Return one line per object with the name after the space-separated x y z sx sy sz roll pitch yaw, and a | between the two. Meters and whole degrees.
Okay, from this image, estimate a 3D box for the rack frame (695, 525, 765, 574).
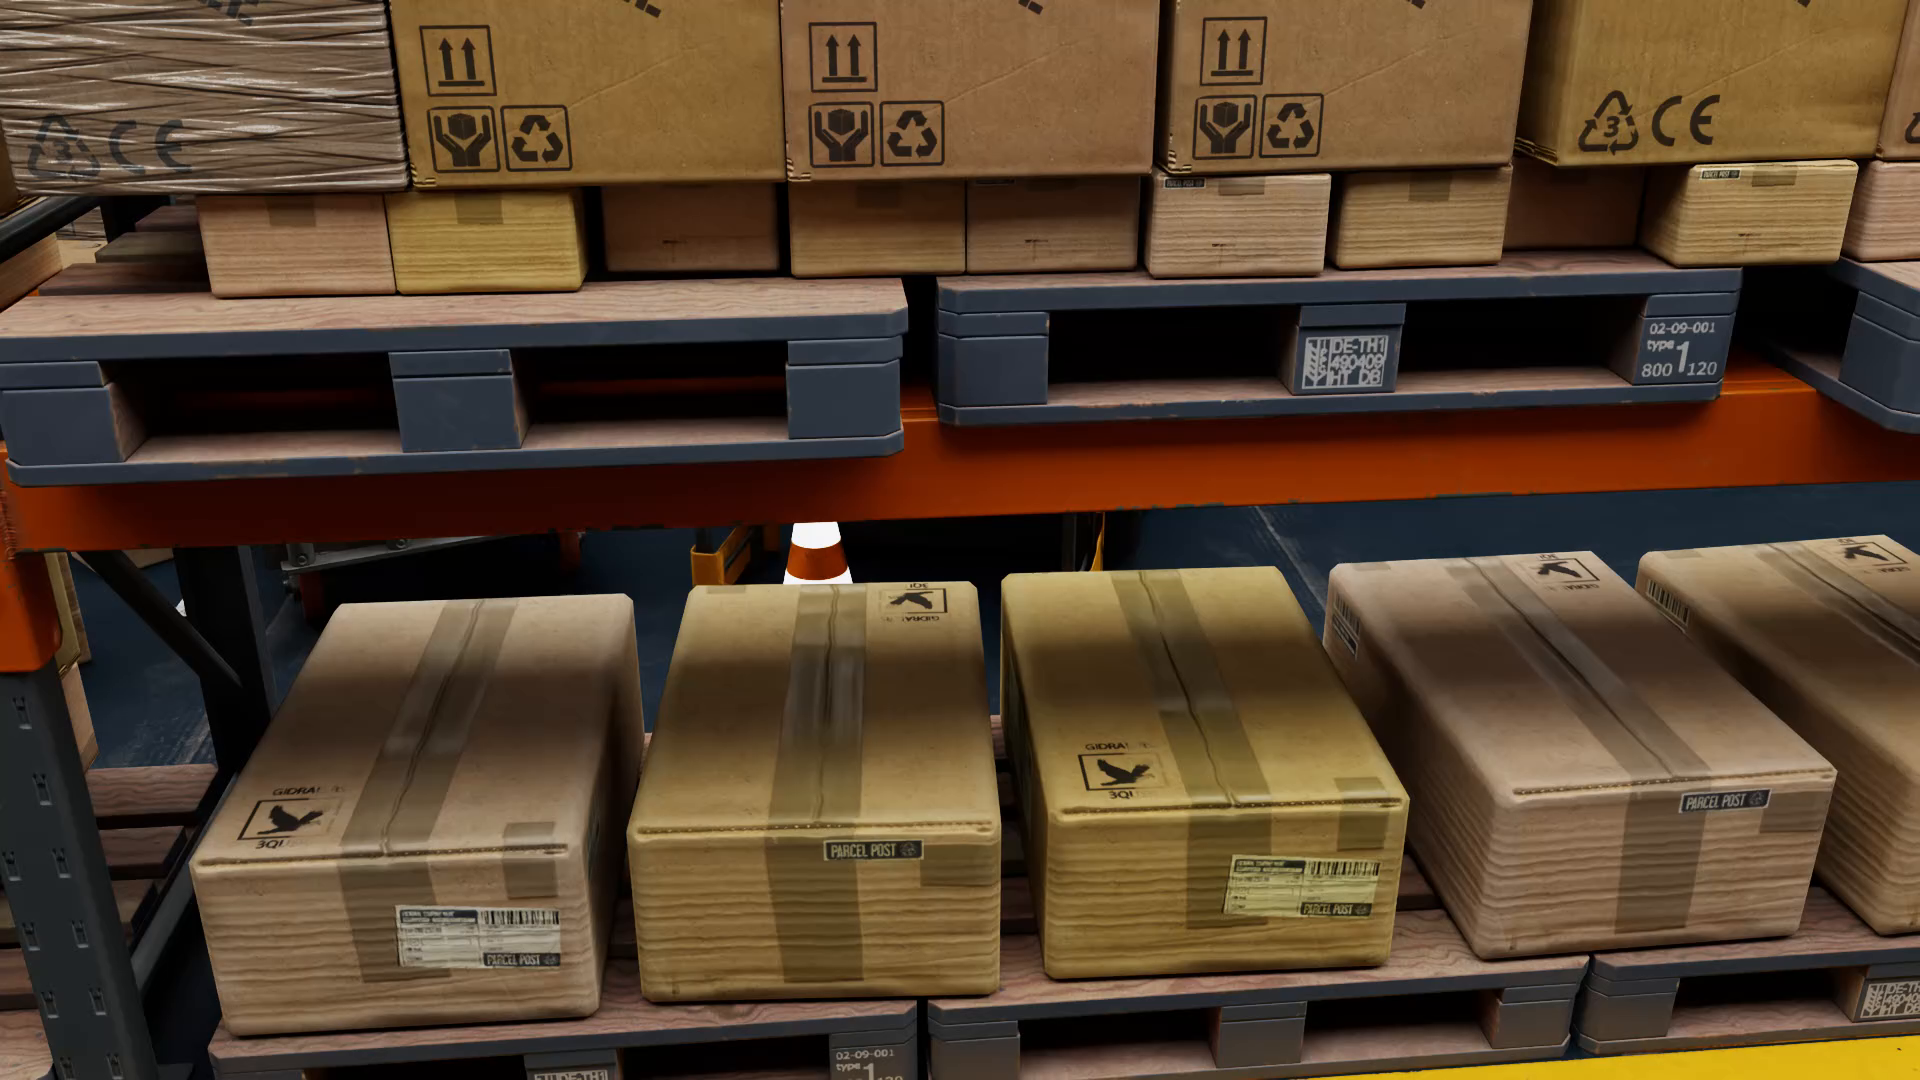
-0.666 -0.536 4.608 0.032 1.500 0.500 5 24 10 | rack frame

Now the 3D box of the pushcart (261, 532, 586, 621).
-1.770 -0.228 5.299 0.936 0.377 1.648 -11 26 -23 | pushcart

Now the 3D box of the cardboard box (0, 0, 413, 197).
-1.001 -0.783 2.313 0.500 0.500 0.500 -2 24 -4 | cardboard box

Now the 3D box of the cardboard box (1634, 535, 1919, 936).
1.921 0.361 3.464 0.625 0.372 0.950 -4 24 -9 | cardboard box

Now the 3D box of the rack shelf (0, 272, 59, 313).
-3.486 -0.099 2.664 4.000 0.370 1.077 -2 24 -5 | rack shelf

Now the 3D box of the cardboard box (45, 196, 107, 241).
-3.612 -1.690 7.459 0.875 0.875 0.875 -2 24 -5 | cardboard box

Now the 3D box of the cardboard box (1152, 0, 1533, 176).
0.501 -0.843 2.446 0.500 0.500 0.500 -3 24 -7 | cardboard box

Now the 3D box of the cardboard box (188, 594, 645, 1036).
-0.974 0.480 3.196 0.625 0.372 0.950 -2 24 -4 | cardboard box

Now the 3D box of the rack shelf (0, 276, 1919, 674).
0.494 -0.258 3.023 4.000 0.370 1.077 -2 24 -5 | rack shelf

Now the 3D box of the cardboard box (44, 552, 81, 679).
-2.110 0.129 3.211 0.500 0.500 0.500 -1 24 -3 | cardboard box

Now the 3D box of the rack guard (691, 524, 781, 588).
-0.647 0.037 4.859 0.087 0.250 0.587 5 24 10 | rack guard

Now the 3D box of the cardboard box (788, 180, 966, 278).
-0.131 -0.521 2.520 0.250 0.149 0.380 -2 24 -4 | cardboard box

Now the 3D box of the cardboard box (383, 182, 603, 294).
-0.665 -0.485 2.440 0.250 0.149 0.380 -2 24 -4 | cardboard box

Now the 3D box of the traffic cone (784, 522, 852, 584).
-0.400 0.037 4.598 0.334 0.463 0.336 -2 24 -5 | traffic cone

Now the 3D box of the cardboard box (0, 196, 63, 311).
-1.841 -0.509 3.012 0.250 0.149 0.380 -2 24 -5 | cardboard box

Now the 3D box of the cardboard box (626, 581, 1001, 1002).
-0.259 0.450 3.263 0.625 0.372 0.950 -1 24 -2 | cardboard box

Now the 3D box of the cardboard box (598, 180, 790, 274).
-0.391 -0.527 2.535 0.250 0.149 0.380 -1 24 -2 | cardboard box

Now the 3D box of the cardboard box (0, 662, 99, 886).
-2.110 0.472 3.363 0.500 0.250 0.500 -3 24 -8 | cardboard box

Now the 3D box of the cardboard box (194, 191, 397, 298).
-0.915 -0.479 2.426 0.250 0.149 0.380 -2 24 -4 | cardboard box

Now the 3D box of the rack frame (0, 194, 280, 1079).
-1.496 -0.507 2.698 0.127 3.000 1.000 -2 24 -5 | rack frame

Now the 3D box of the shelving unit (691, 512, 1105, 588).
-0.158 -0.495 4.517 1.083 1.500 0.587 5 24 10 | shelving unit

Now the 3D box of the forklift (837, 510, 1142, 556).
0.204 -1.858 5.821 1.130 2.935 3.031 3 24 7 | forklift

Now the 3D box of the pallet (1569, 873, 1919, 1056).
1.707 0.638 3.555 1.213 0.211 1.003 -2 24 -5 | pallet

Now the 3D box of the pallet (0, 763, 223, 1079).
-2.161 0.808 3.172 1.213 0.211 1.003 -2 24 -5 | pallet

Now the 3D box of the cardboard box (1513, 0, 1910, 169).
1.044 -0.864 2.495 0.500 0.500 0.500 -4 24 -9 | cardboard box

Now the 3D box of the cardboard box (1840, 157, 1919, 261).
1.424 -0.561 2.611 0.250 0.149 0.380 -3 24 -8 | cardboard box

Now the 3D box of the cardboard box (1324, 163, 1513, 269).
0.647 -0.542 2.568 0.250 0.149 0.380 -3 24 -7 | cardboard box

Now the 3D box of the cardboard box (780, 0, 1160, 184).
-0.009 -0.818 2.391 0.500 0.500 0.500 -2 24 -5 | cardboard box

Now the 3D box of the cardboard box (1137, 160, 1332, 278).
0.385 -0.519 2.518 0.250 0.149 0.380 -1 24 -3 | cardboard box

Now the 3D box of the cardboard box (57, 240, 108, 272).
-3.527 -0.886 6.625 0.500 0.500 0.500 2 24 4 | cardboard box

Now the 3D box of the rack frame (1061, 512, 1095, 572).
0.332 -0.455 4.428 0.032 1.500 0.500 5 24 10 | rack frame

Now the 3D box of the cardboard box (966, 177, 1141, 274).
0.115 -0.530 2.541 0.250 0.149 0.380 -2 24 -5 | cardboard box

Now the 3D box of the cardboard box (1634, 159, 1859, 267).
1.152 -0.544 2.573 0.250 0.149 0.380 -2 24 -4 | cardboard box

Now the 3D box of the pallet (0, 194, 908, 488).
-0.721 -0.391 2.673 1.213 0.211 1.003 -2 24 -5 | pallet

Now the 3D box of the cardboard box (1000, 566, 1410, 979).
0.433 0.421 3.327 0.625 0.372 0.950 -2 24 -3 | cardboard box

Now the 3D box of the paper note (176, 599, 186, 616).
-2.191 0.181 4.805 0.142 0.019 0.148 -2 24 -5 | paper note

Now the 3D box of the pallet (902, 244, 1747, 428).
0.519 -0.484 2.881 1.213 0.211 1.003 -2 24 -5 | pallet

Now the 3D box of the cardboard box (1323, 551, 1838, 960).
1.188 0.393 3.390 0.625 0.372 0.950 -3 24 -6 | cardboard box

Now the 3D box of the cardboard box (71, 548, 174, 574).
-2.518 -0.093 5.132 0.258 0.266 0.396 22 32 40 | cardboard box

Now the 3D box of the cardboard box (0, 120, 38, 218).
-1.961 -0.784 2.831 0.500 0.500 0.500 -2 24 -5 | cardboard box

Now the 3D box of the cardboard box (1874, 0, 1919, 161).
1.546 -0.885 2.541 0.500 0.500 0.500 -3 24 -6 | cardboard box

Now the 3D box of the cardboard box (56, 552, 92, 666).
-2.696 0.127 4.346 0.500 0.500 0.500 16 28 31 | cardboard box

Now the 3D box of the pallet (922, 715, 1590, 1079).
0.496 0.685 3.448 1.213 0.211 1.003 -2 24 -5 | pallet

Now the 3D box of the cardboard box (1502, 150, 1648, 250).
0.889 -0.585 2.665 0.250 0.149 0.380 -2 24 -5 | cardboard box

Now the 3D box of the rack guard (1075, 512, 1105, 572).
0.330 0.116 4.682 0.087 0.250 0.587 5 24 10 | rack guard

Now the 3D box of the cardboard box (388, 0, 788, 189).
-0.503 -0.804 2.359 0.500 0.500 0.500 -2 24 -5 | cardboard box

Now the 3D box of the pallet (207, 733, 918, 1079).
-0.721 0.735 3.335 1.213 0.211 1.003 -2 24 -5 | pallet

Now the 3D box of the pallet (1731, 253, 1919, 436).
1.786 -0.508 2.935 1.003 0.211 1.213 -2 24 -5 | pallet
